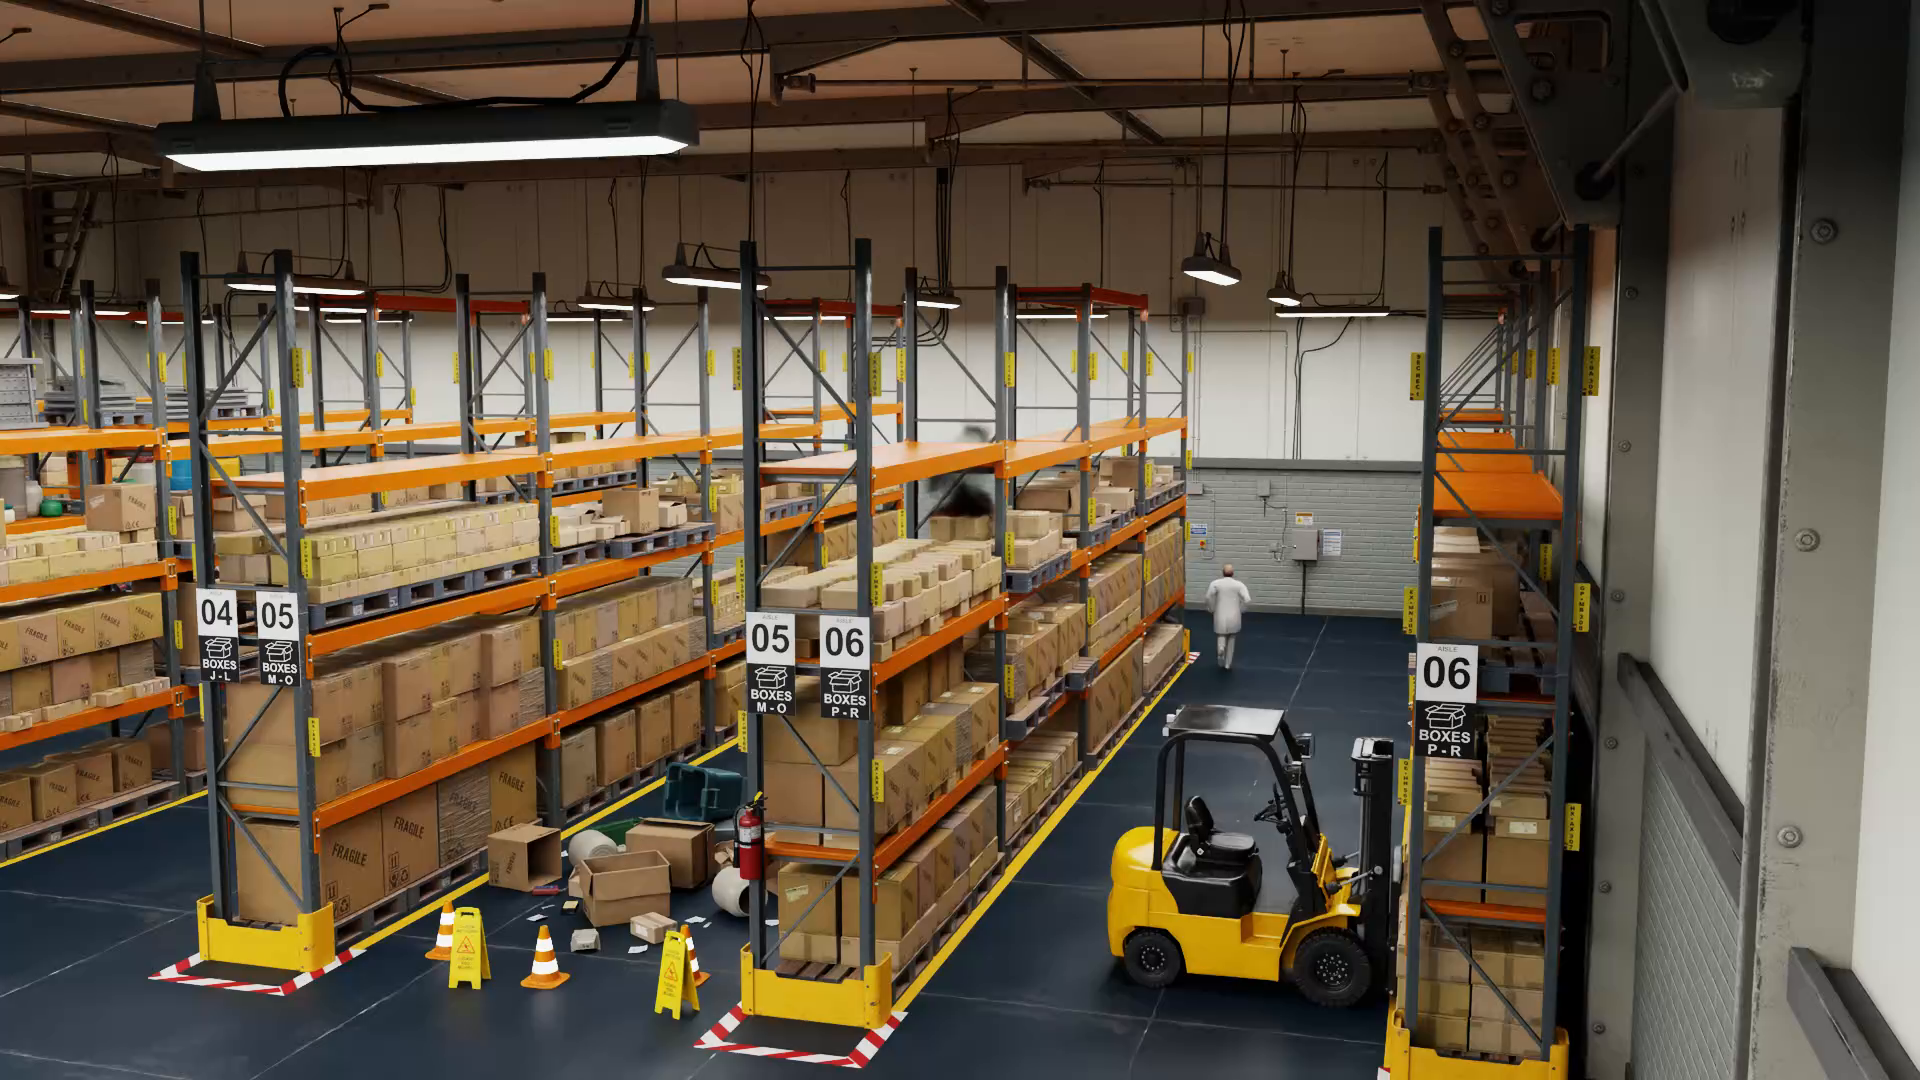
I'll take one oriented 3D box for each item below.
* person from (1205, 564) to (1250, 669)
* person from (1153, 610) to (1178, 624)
[{"bbox_3d":[4.372,1.256,27.240,0.711,1.724,0.663,1,7,11],"label":"person"},{"bbox_3d":[3.570,1.062,29.419,0.544,1.662,0.702,6,9,41],"label":"person"}]
